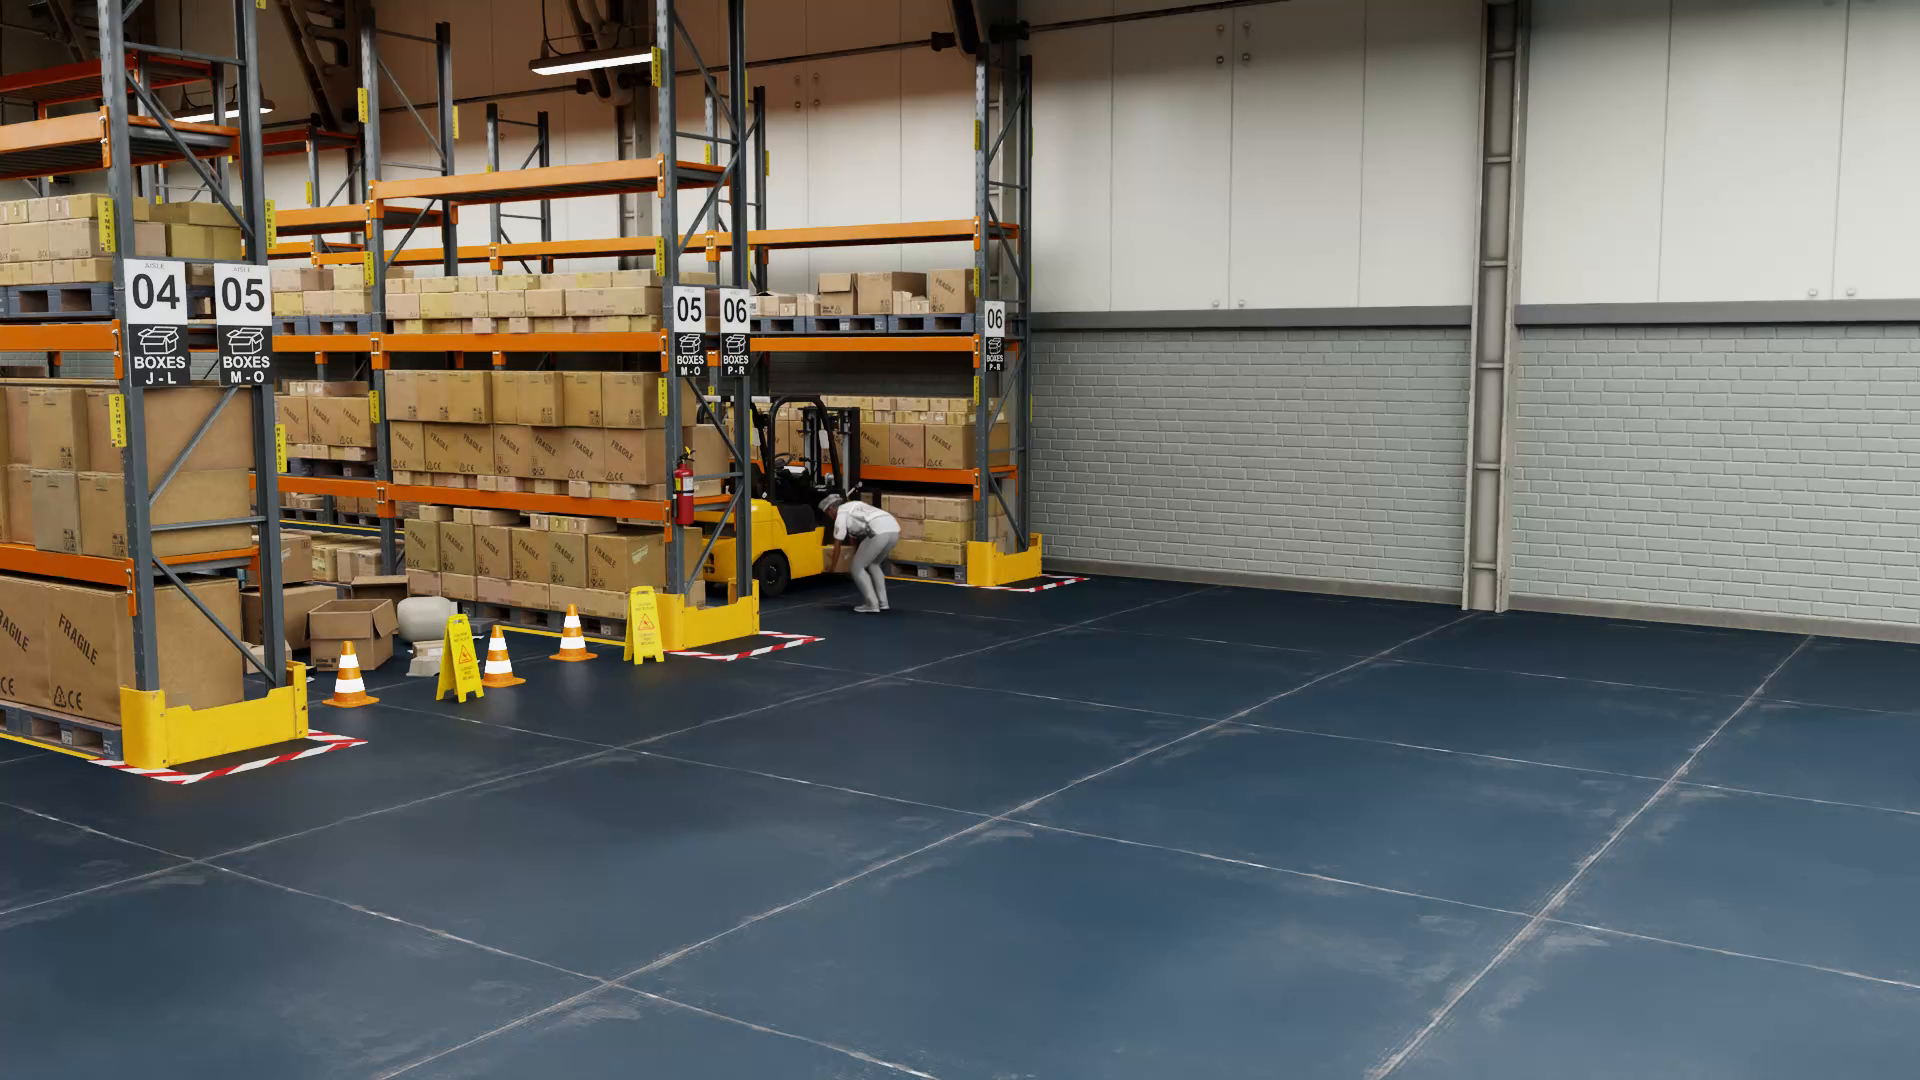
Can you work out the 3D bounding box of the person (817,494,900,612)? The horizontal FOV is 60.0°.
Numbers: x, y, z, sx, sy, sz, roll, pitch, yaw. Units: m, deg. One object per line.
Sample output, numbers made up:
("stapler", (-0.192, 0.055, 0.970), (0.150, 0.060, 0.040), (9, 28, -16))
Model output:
("person", (-1.047, 0.129, 17.028), (0.920, 1.184, 0.435), (4, 7, 31))
